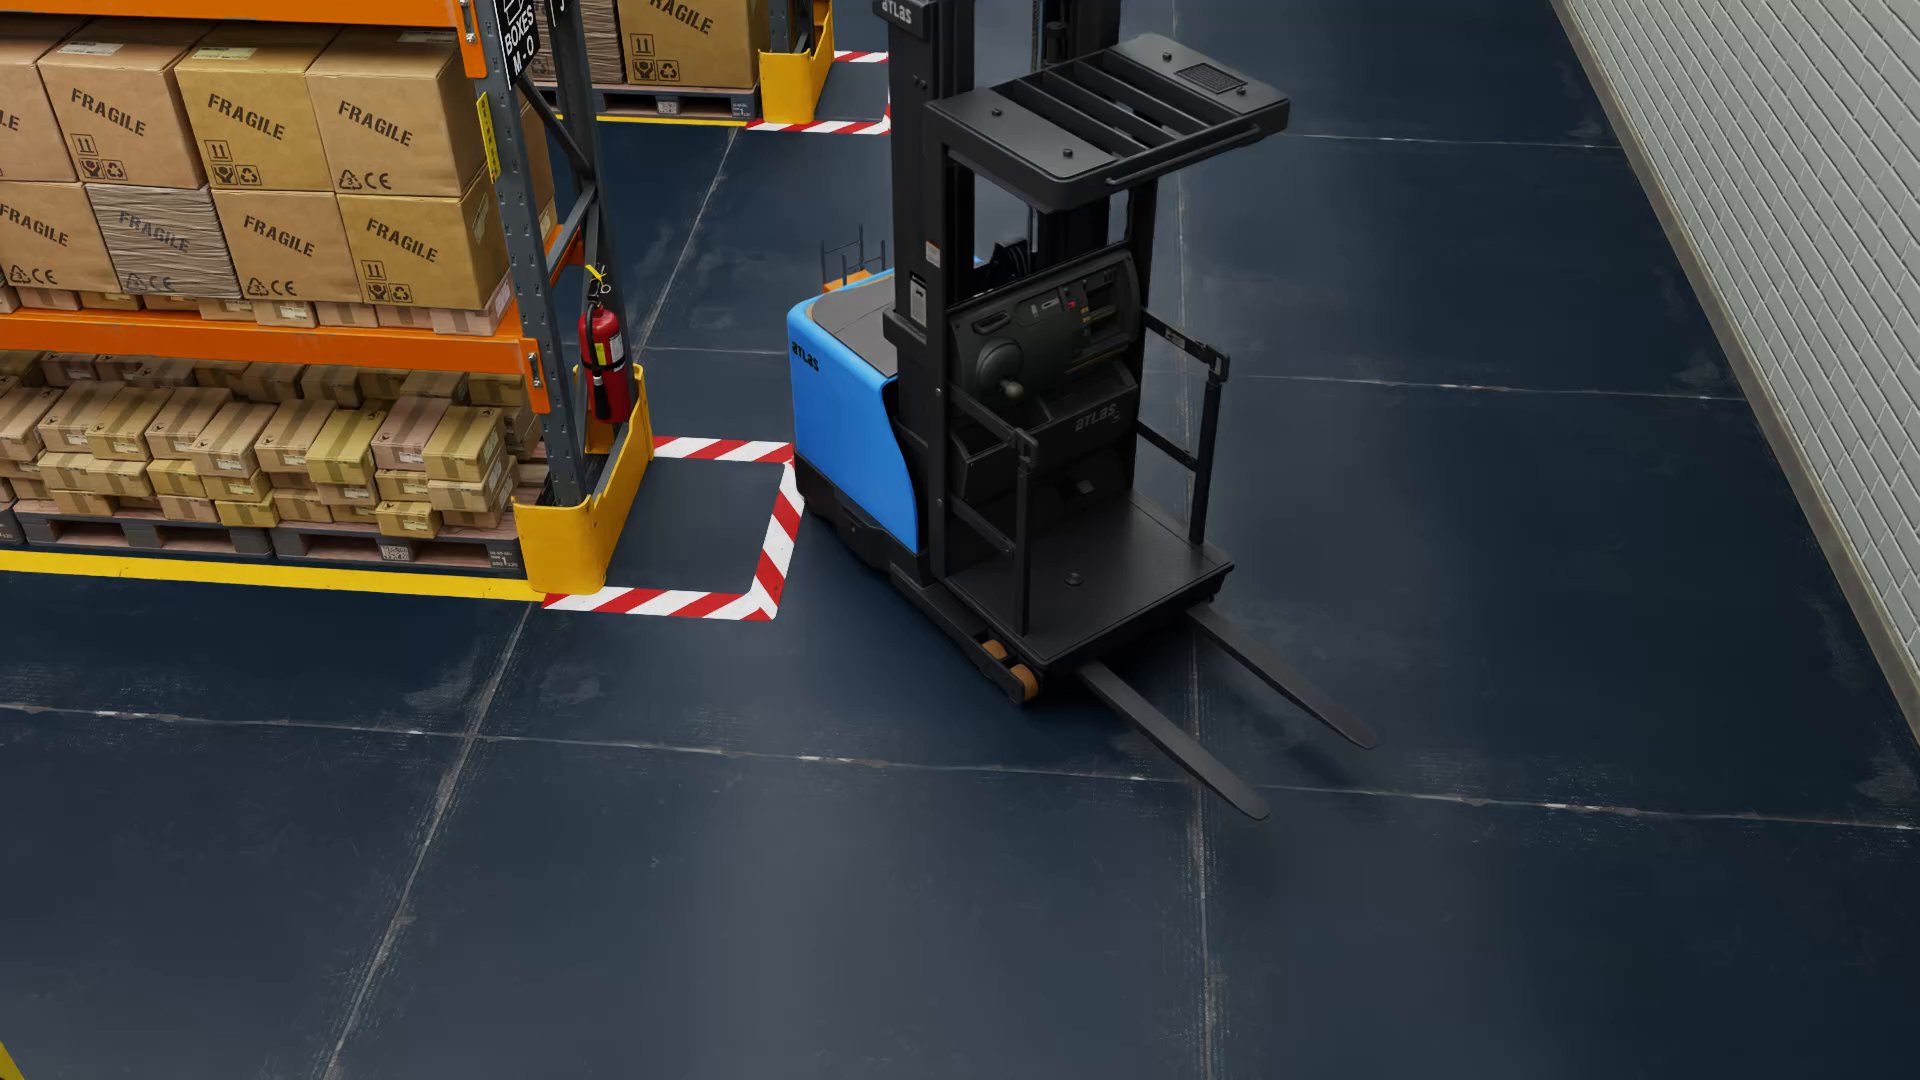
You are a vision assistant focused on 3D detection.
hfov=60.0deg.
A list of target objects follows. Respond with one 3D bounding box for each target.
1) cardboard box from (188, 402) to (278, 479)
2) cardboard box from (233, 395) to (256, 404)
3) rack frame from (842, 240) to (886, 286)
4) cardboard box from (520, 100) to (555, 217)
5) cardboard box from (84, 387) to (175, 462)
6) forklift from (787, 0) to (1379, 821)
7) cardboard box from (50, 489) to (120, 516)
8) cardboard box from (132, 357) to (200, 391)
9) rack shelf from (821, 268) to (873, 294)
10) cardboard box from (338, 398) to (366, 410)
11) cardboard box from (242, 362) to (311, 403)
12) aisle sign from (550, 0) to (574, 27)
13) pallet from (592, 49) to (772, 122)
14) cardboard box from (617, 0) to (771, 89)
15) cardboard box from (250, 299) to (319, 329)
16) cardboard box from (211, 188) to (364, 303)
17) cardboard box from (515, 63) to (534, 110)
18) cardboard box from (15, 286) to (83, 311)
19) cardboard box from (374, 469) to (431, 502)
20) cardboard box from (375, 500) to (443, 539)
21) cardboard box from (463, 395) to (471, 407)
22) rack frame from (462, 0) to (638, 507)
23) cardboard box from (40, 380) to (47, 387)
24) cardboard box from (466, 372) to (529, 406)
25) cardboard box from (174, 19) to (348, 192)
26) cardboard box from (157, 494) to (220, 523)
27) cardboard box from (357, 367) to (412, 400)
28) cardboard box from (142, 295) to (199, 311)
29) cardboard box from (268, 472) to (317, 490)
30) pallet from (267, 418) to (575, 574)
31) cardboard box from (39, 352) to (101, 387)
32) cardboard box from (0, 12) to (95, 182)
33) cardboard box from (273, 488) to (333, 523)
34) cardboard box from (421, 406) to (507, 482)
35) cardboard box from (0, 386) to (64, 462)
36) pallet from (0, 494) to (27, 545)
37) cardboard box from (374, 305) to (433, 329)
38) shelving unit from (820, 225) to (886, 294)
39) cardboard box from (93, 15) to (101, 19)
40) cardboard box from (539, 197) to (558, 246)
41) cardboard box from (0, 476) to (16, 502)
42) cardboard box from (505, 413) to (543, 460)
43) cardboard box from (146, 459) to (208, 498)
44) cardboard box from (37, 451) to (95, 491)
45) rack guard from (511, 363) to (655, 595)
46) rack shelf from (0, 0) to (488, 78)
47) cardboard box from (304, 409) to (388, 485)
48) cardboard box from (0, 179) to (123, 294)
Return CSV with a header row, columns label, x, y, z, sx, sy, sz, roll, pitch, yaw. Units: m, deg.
label,x,y,z,sx,sy,sz,roll,pitch,yaw
cardboard box,-3.283,-0.455,7.558,0.250,0.149,0.380,5,39,6
cardboard box,-3.506,-0.676,8.065,0.250,0.149,0.380,5,39,6
rack frame,-0.446,-0.886,8.059,0.240,1.200,0.006,-25,46,-28
cardboard box,-2.118,-1.632,7.235,0.500,0.500,0.500,5,39,6
cardboard box,-3.800,-0.535,7.657,0.250,0.149,0.380,3,39,4
forklift,0.486,-0.797,6.577,1.130,2.935,3.031,-25,46,-28
cardboard box,-4.048,-0.288,7.824,0.250,0.149,0.380,2,39,3
cardboard box,-3.759,-0.823,8.010,0.250,0.149,0.380,3,39,4
rack shelf,-0.501,-1.177,7.916,0.258,0.103,0.180,-25,46,-28
cardboard box,-2.960,-0.733,8.135,0.250,0.149,0.380,4,39,5
cardboard box,-3.242,-0.826,8.014,0.250,0.149,0.380,5,39,6
aisle sign,-1.596,-2.473,6.523,0.004,0.787,0.394,3,39,4
pallet,-1.969,-3.307,11.816,1.213,0.211,1.003,3,39,4
cardboard box,-1.811,-3.717,11.462,0.875,0.875,0.875,3,39,4
cardboard box,-2.796,-1.063,7.049,0.250,0.149,0.380,4,39,5
cardboard box,-2.677,-1.328,6.861,0.500,0.500,0.500,3,39,3
cardboard box,-2.119,-2.013,6.911,0.500,0.500,0.500,3,39,4
cardboard box,-3.838,-1.153,7.159,0.250,0.149,0.380,5,39,6
cardboard box,-2.501,-0.350,7.664,0.250,0.149,0.380,2,39,3
cardboard box,-2.502,-0.185,7.697,0.250,0.149,0.380,4,39,5
cardboard box,-2.462,-0.693,8.086,0.250,0.149,0.380,3,39,4
rack frame,-1.695,-1.280,7.117,0.127,3.000,1.000,3,39,4
cardboard box,-4.558,-0.767,8.177,0.250,0.149,0.380,3,39,4
cardboard box,-2.187,-0.810,7.994,0.250,0.149,0.380,1,39,2
cardboard box,-2.677,-1.718,6.548,0.500,0.500,0.500,2,39,2
cardboard box,-3.535,-0.261,7.790,0.250,0.149,0.380,4,39,5
cardboard box,-2.712,-0.844,8.035,0.250,0.149,0.380,3,39,4
cardboard box,-3.320,-1.148,7.154,0.250,0.149,0.380,2,39,2
cardboard box,-3.022,-0.408,7.736,0.250,0.149,0.380,3,39,3
pallet,-2.577,-0.269,8.084,1.213,0.211,1.003,3,39,4
cardboard box,-4.267,-0.912,8.119,0.250,0.149,0.380,1,39,2
cardboard box,-3.723,-1.767,6.609,0.500,0.500,0.500,2,39,2
cardboard box,-3.005,-0.259,7.788,0.250,0.149,0.380,4,39,4
cardboard box,-2.244,-0.437,7.536,0.250,0.149,0.380,4,39,4
cardboard box,-4.321,-0.536,7.658,0.250,0.149,0.380,4,39,5
pallet,-5.008,-0.402,8.247,1.213,0.211,1.003,3,39,4
cardboard box,-2.288,-1.060,7.045,0.250,0.149,0.380,3,39,4
shelving unit,-0.501,-0.932,8.115,0.258,1.200,0.189,-25,46,-28
cardboard box,-3.647,-2.105,7.023,0.500,0.500,0.500,2,39,2
cardboard box,-1.989,-1.406,7.471,0.250,0.149,0.380,3,39,3
cardboard box,-4.570,-0.355,7.907,0.250,0.149,0.380,2,39,3
cardboard box,-2.189,-0.567,8.167,0.250,0.149,0.380,4,39,5
cardboard box,-3.534,-0.375,7.695,0.250,0.149,0.380,5,39,6
cardboard box,-4.054,-0.402,7.728,0.250,0.149,0.380,3,39,3
rack guard,-1.770,-0.315,7.911,0.348,0.500,1.175,3,39,4
rack shelf,-3.687,-2.273,6.531,4.000,0.370,1.077,3,39,4
cardboard box,-2.758,-0.421,7.516,0.250,0.149,0.380,2,39,3
cardboard box,-3.679,-1.383,6.929,0.500,0.500,0.500,5,39,6
